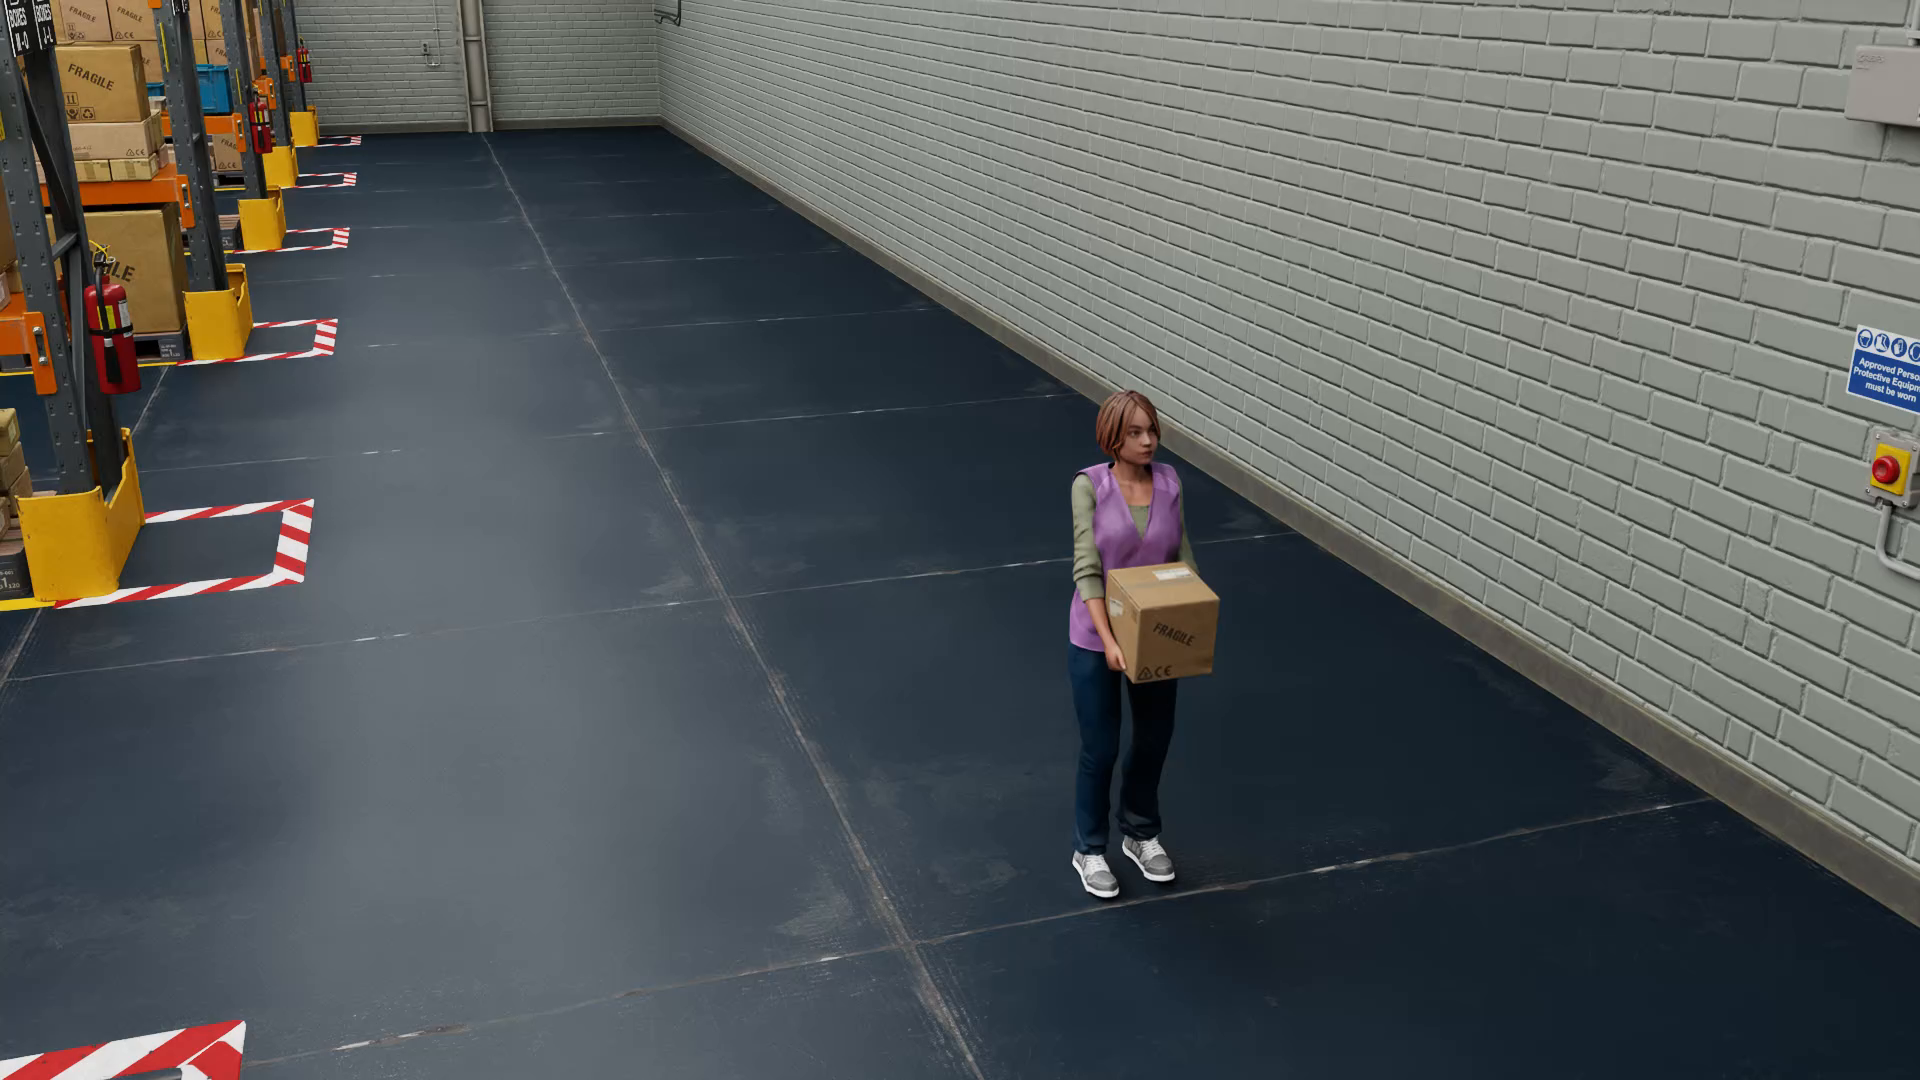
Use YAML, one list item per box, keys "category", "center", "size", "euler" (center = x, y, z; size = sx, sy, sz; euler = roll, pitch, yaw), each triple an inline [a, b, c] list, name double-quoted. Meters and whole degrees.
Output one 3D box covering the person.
- category: "person"
  center: [0.538, 0.347, 5.114]
  size: [0.405, 1.590, 0.492]
  euler: [-6, 20, -16]
